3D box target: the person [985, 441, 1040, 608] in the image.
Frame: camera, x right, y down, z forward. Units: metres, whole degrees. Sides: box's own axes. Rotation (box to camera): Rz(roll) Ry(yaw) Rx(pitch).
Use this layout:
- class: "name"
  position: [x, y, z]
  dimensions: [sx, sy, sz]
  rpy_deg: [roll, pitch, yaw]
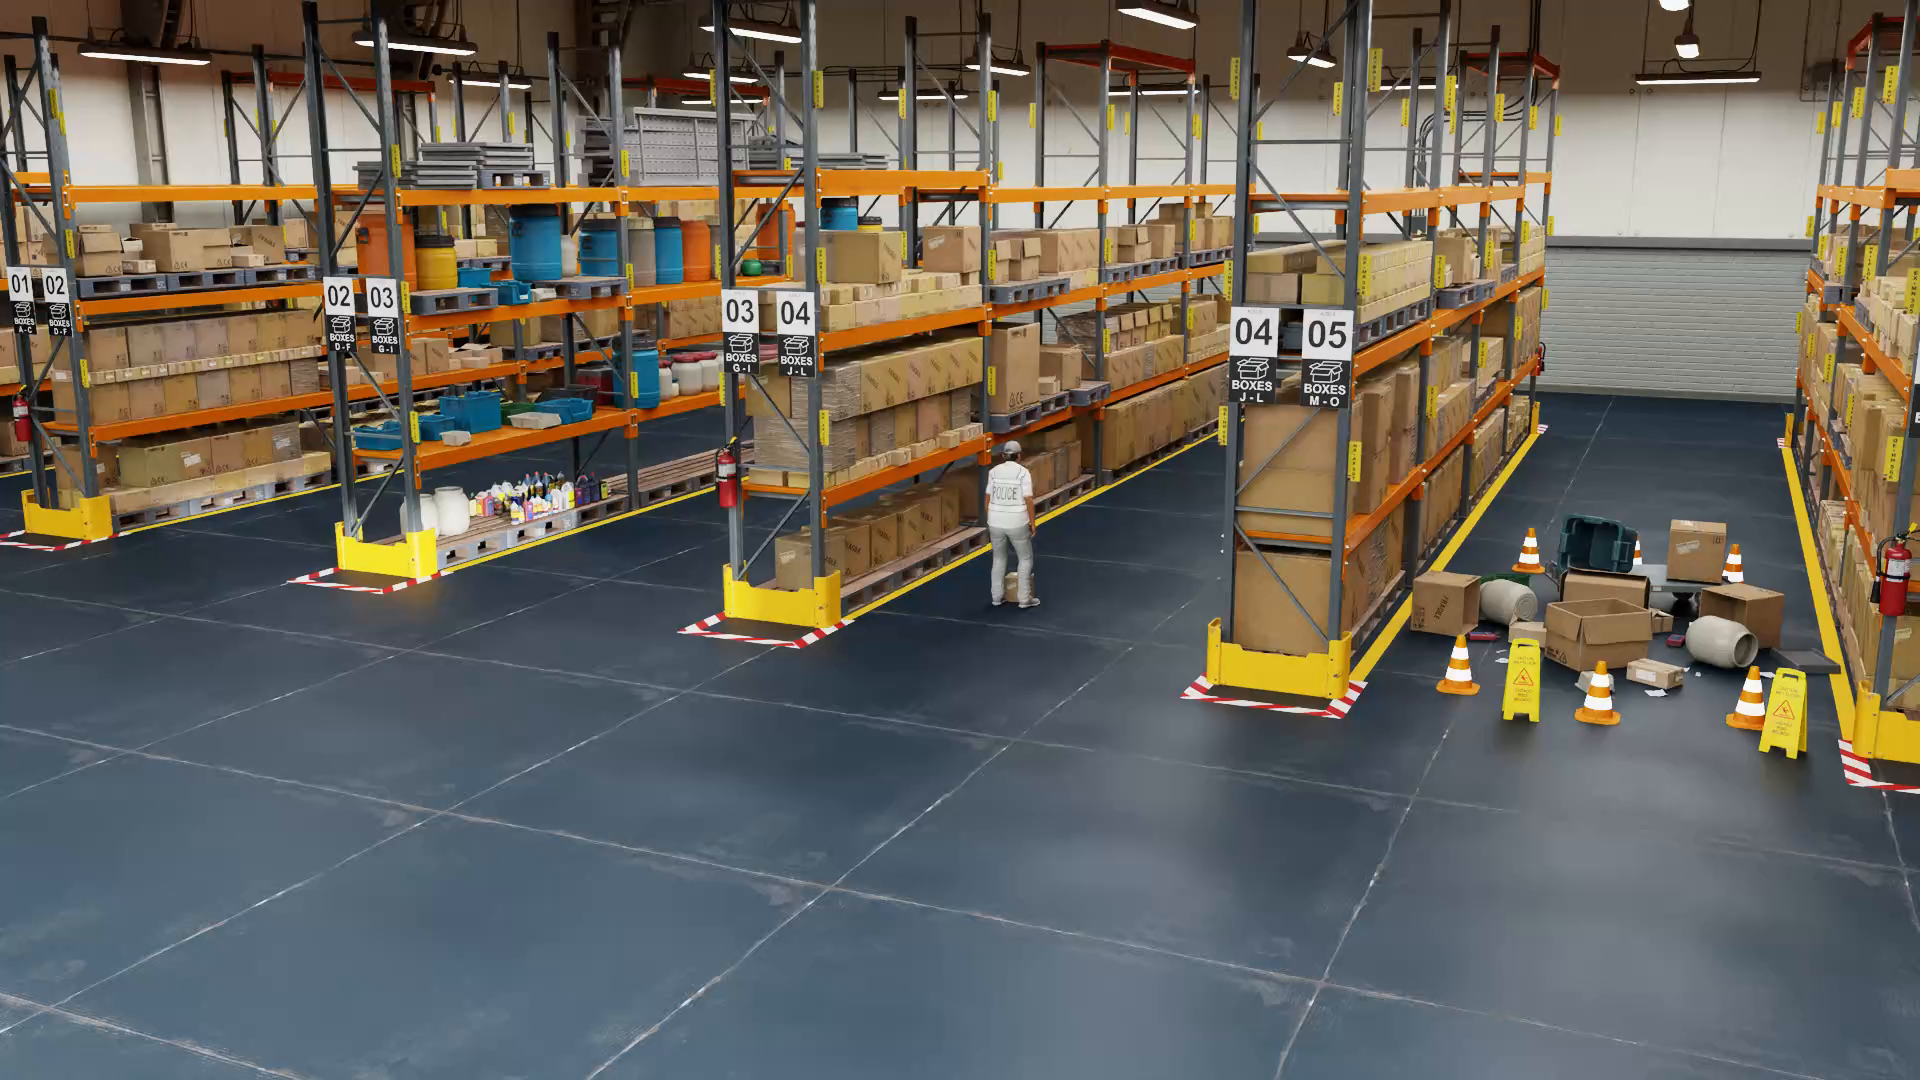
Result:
- class: "person"
  position: [0.523, -0.160, 16.685]
  dimensions: [0.537, 1.665, 0.470]
  rpy_deg: [5, 13, 23]
